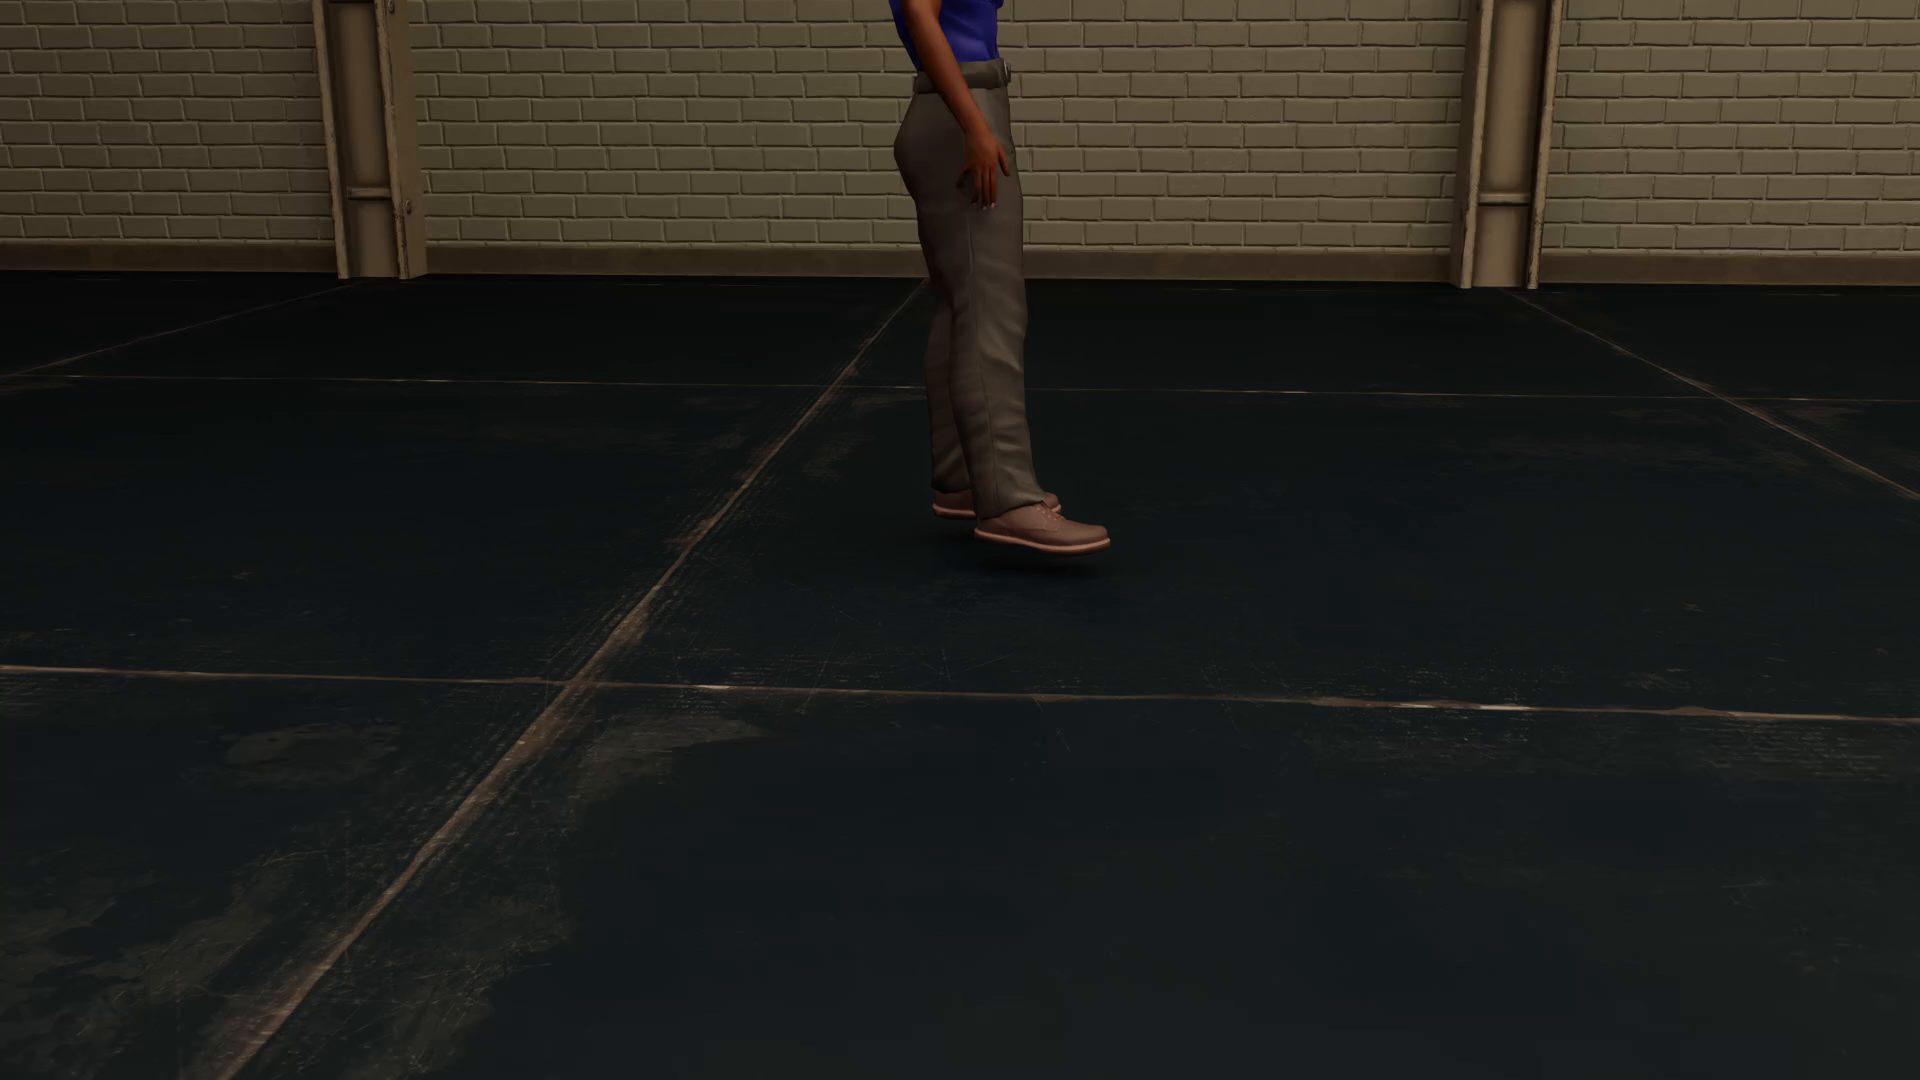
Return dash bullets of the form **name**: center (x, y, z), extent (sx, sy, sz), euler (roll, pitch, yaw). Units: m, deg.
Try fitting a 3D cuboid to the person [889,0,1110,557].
- **person**: center (0.086, -0.837, 3.559), extent (0.504, 1.655, 0.569), euler (1, 15, 4)
